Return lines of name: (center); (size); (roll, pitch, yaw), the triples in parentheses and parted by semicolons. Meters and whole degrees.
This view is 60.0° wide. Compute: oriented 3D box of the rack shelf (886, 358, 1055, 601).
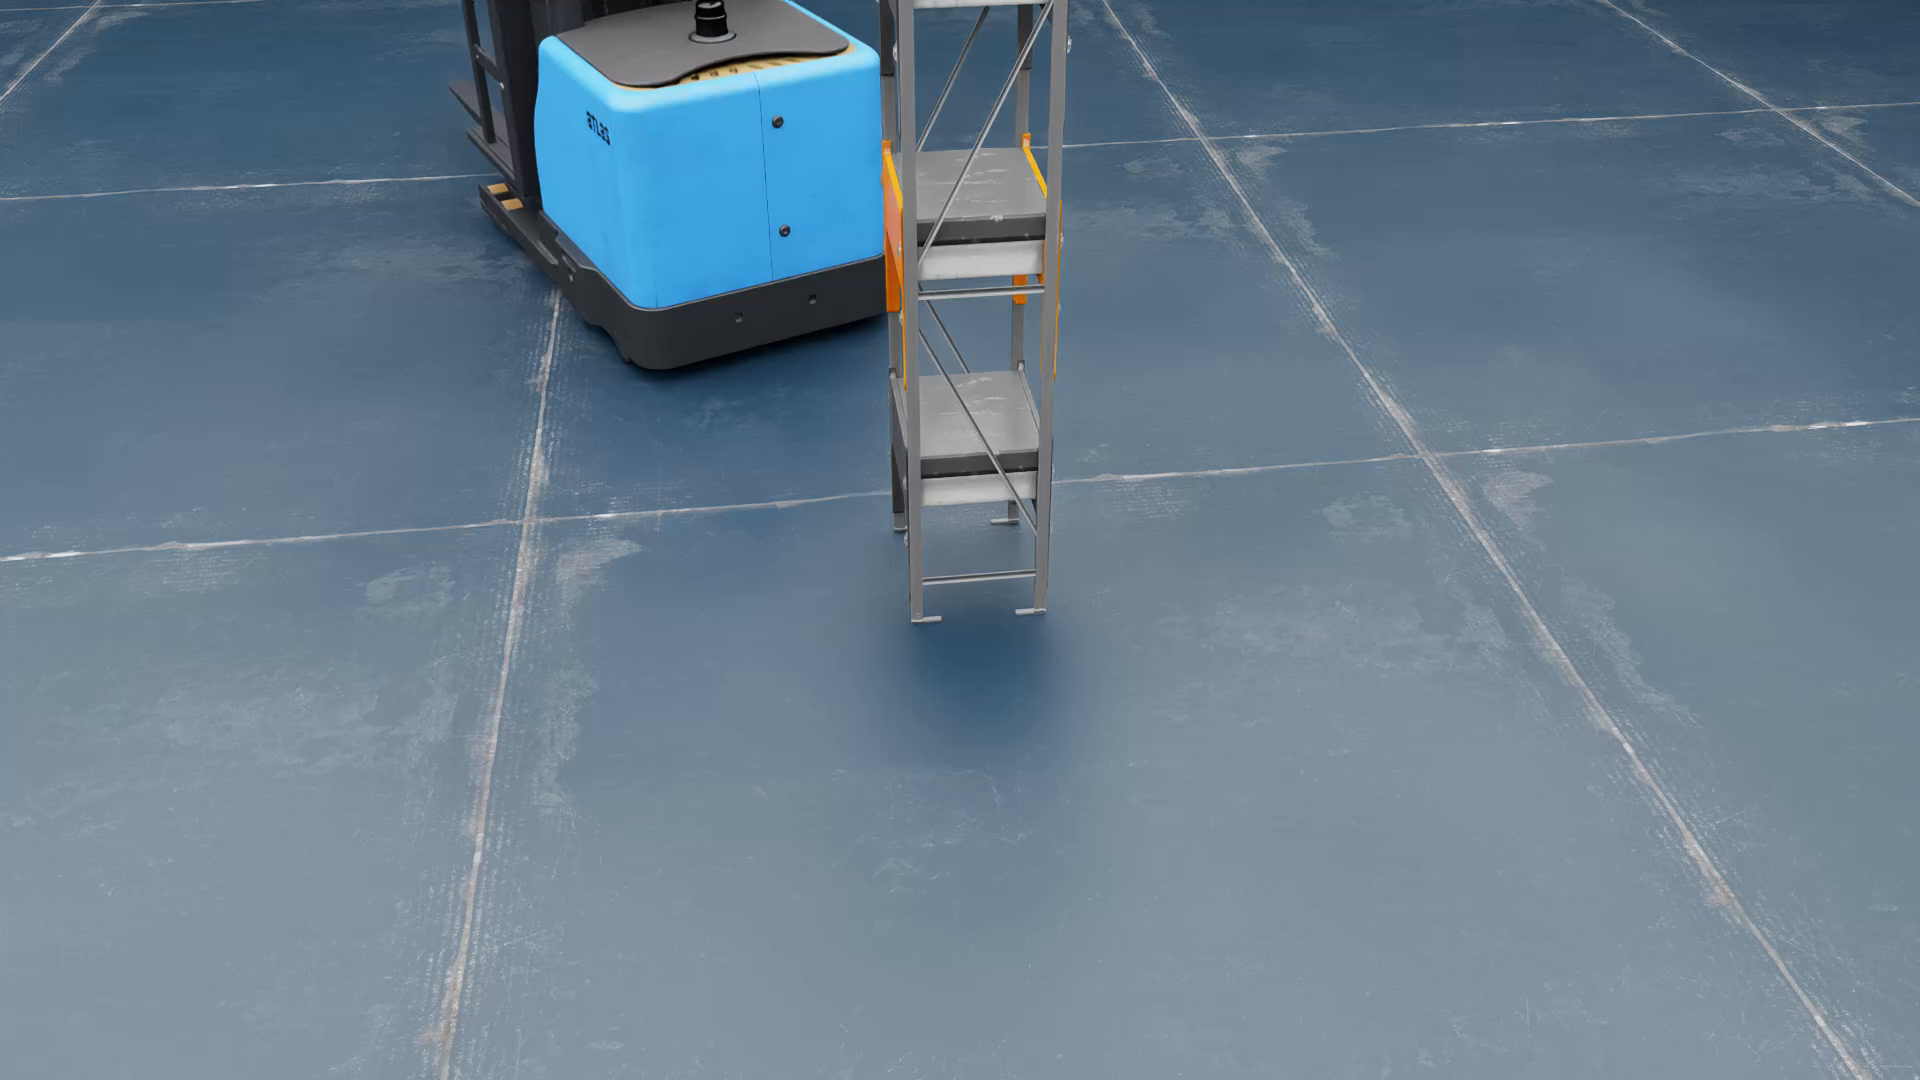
rack shelf: (0.022, -0.186, 4.925); (0.431, 0.518, 0.480); (-4, 35, -6)

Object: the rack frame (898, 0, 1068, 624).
rack frame: (0.055, -0.639, 4.323); (0.400, 2.100, 0.015); (-4, 35, -6)

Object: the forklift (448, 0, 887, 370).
forklift: (-1.447, -2.630, 6.507); (1.130, 2.935, 3.031); (-18, 38, -25)

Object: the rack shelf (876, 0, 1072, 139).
rack shelf: (0.022, -1.342, 4.137); (0.431, 0.518, 0.480); (-4, 35, -6)

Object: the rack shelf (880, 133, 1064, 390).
rack shelf: (0.022, -0.764, 4.531); (0.431, 0.518, 0.480); (-4, 35, -6)

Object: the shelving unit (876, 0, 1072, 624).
shelving unit: (0.022, -0.775, 4.523); (0.431, 2.100, 0.503); (-4, 35, -6)

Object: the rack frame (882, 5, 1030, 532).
rack frame: (-0.011, -0.911, 4.723); (0.400, 2.100, 0.015); (-4, 35, -6)
